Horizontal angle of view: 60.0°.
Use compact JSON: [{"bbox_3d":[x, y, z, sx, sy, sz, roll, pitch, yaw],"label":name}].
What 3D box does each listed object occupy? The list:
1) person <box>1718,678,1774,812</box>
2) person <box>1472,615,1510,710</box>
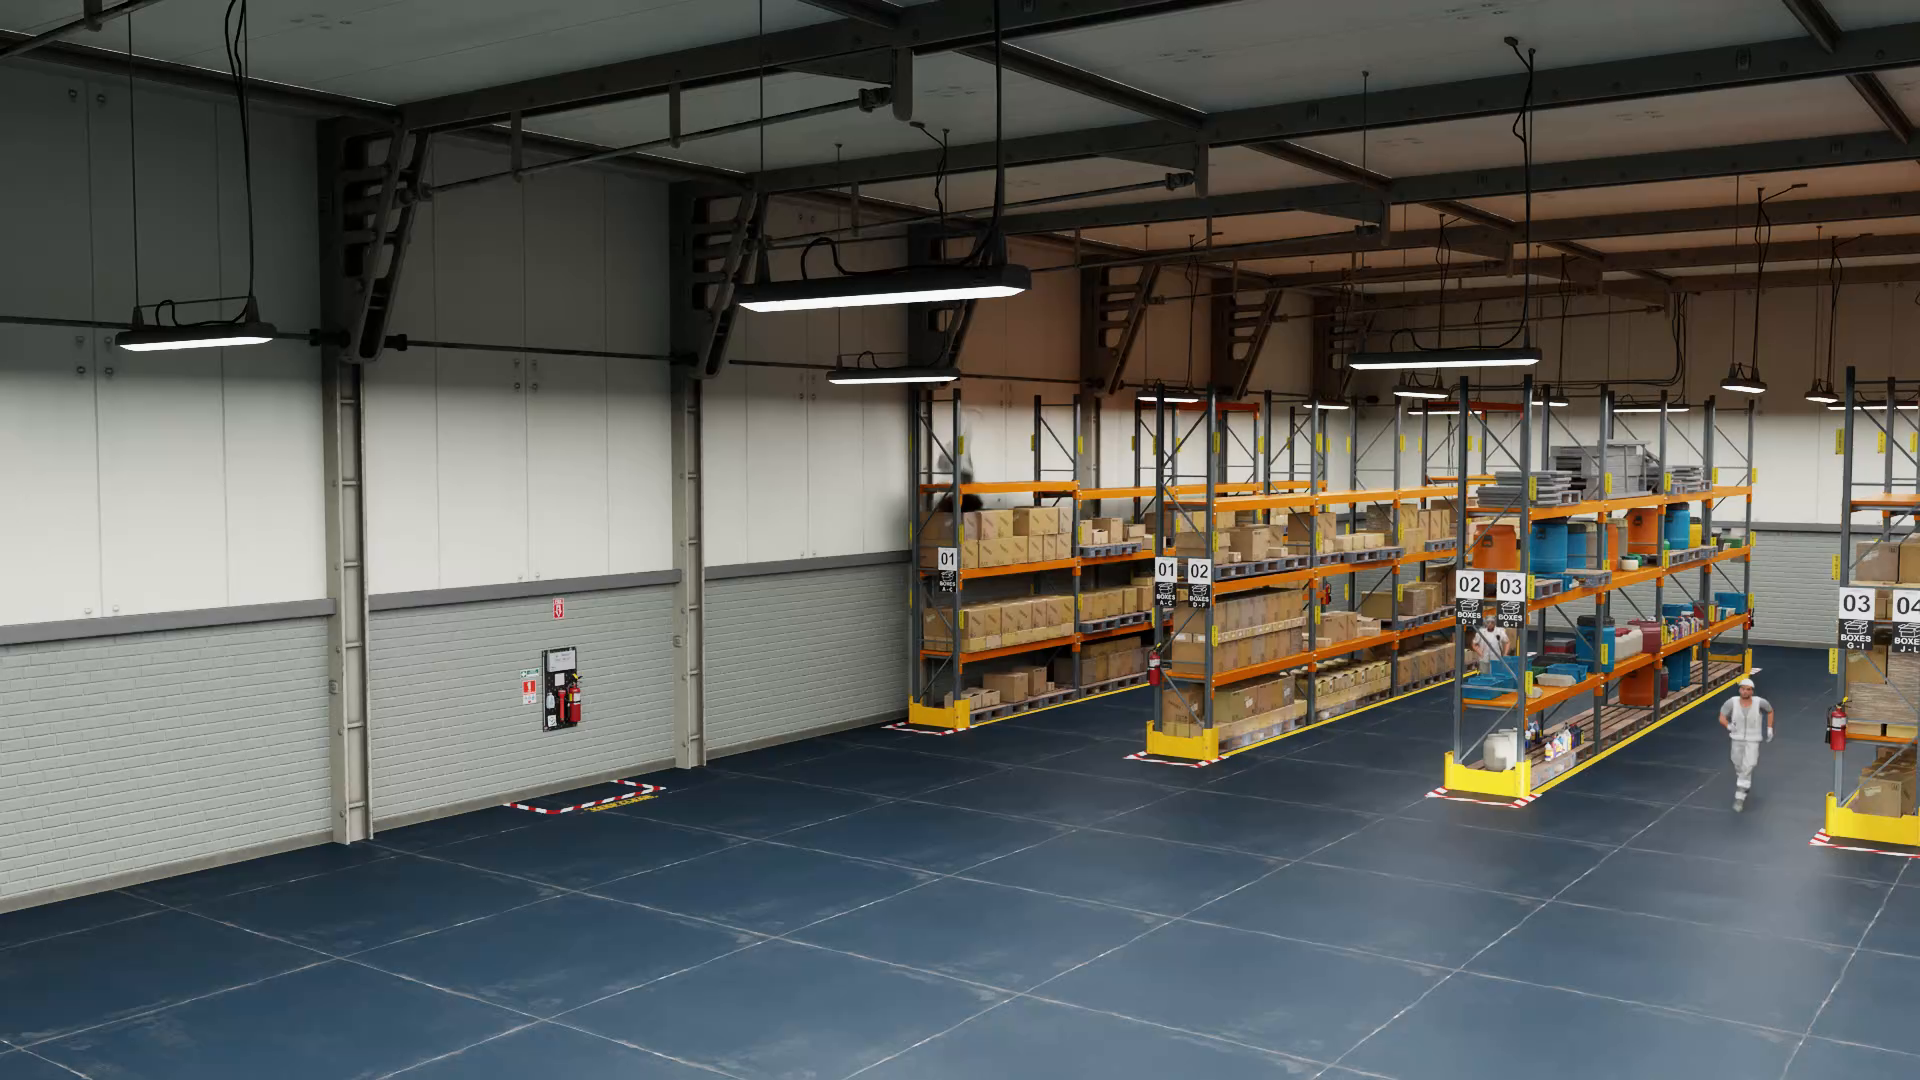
[{"bbox_3d":[10.884,2.791,23.048,0.686,1.783,1.053,2,4,31],"label":"person"},{"bbox_3d":[10.160,2.311,31.829,0.688,1.787,0.817,1,4,22],"label":"person"}]
